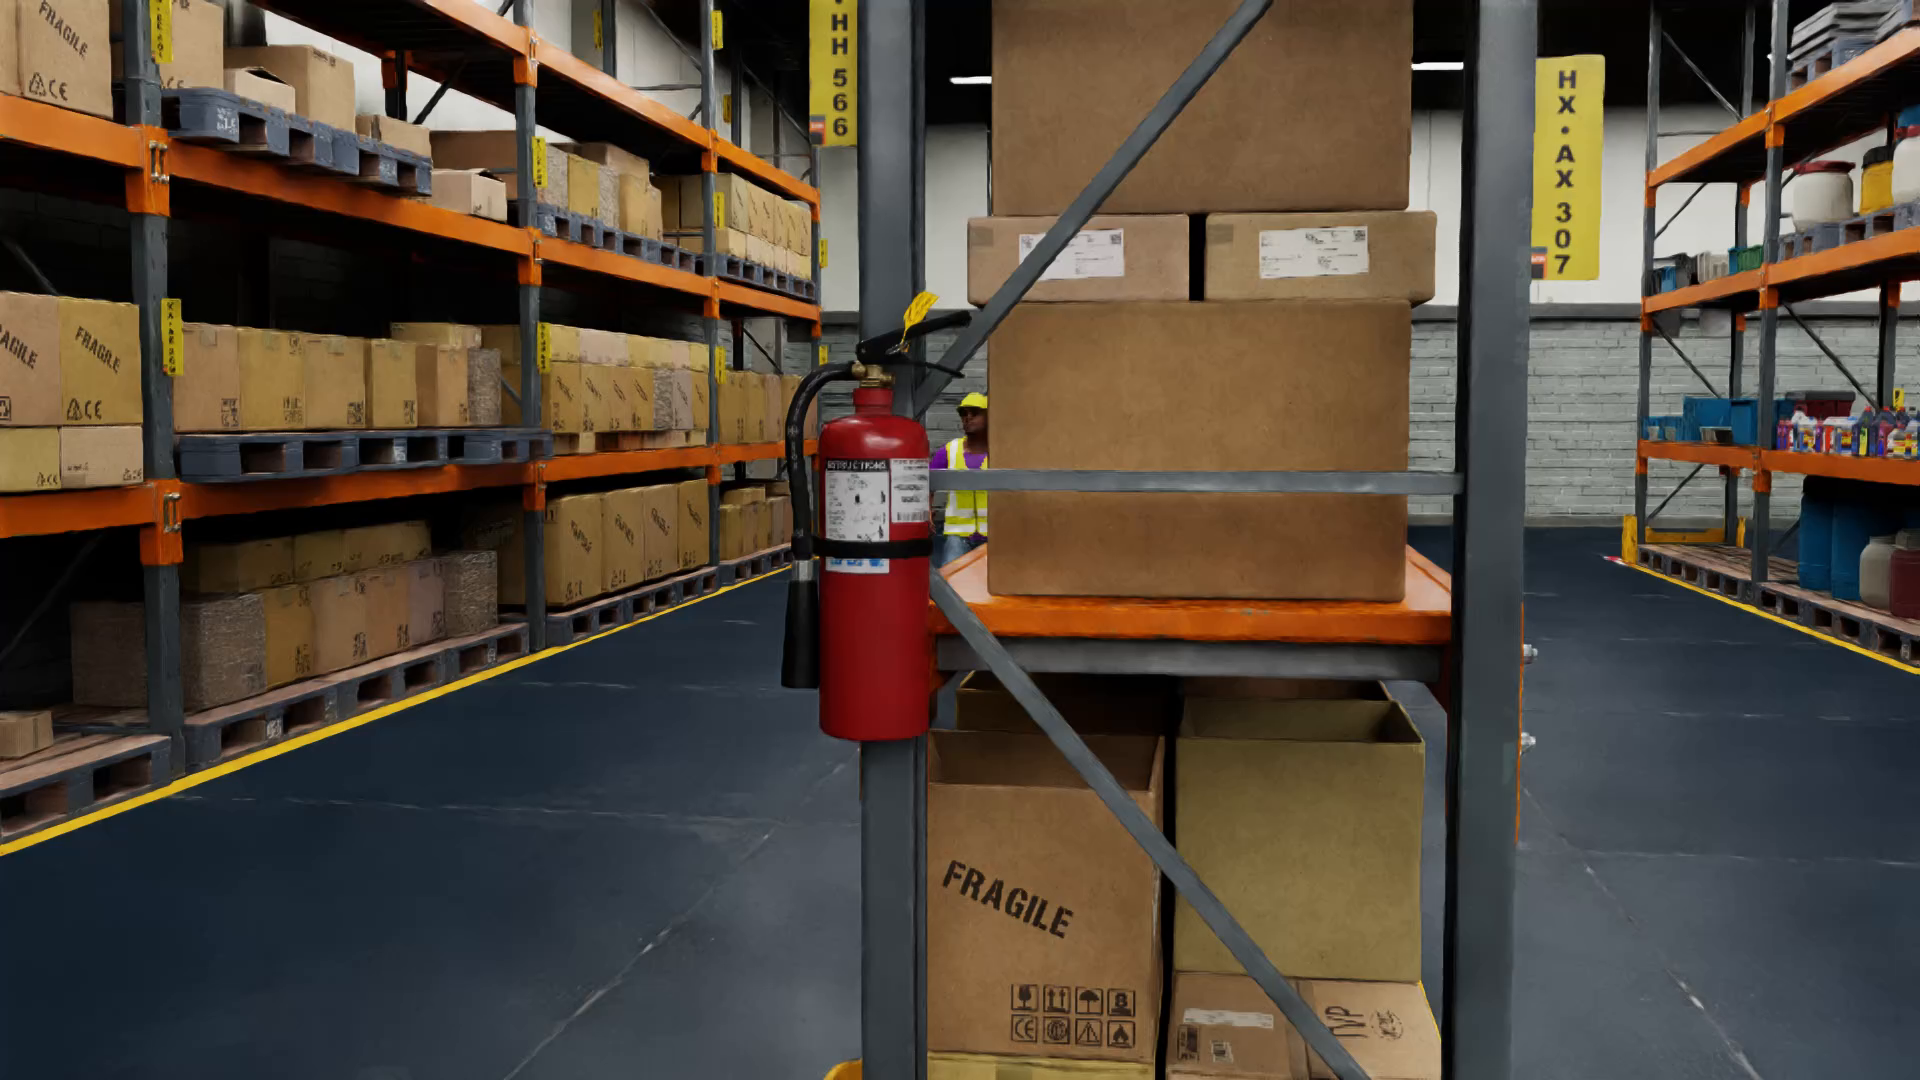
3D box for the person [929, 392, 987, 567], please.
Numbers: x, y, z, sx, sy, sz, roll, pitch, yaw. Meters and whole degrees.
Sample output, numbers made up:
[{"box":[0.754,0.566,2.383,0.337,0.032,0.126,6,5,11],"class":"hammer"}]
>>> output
[{"box":[0.128,-0.009,9.847,0.779,1.729,0.488,0,4,5],"class":"person"}]
